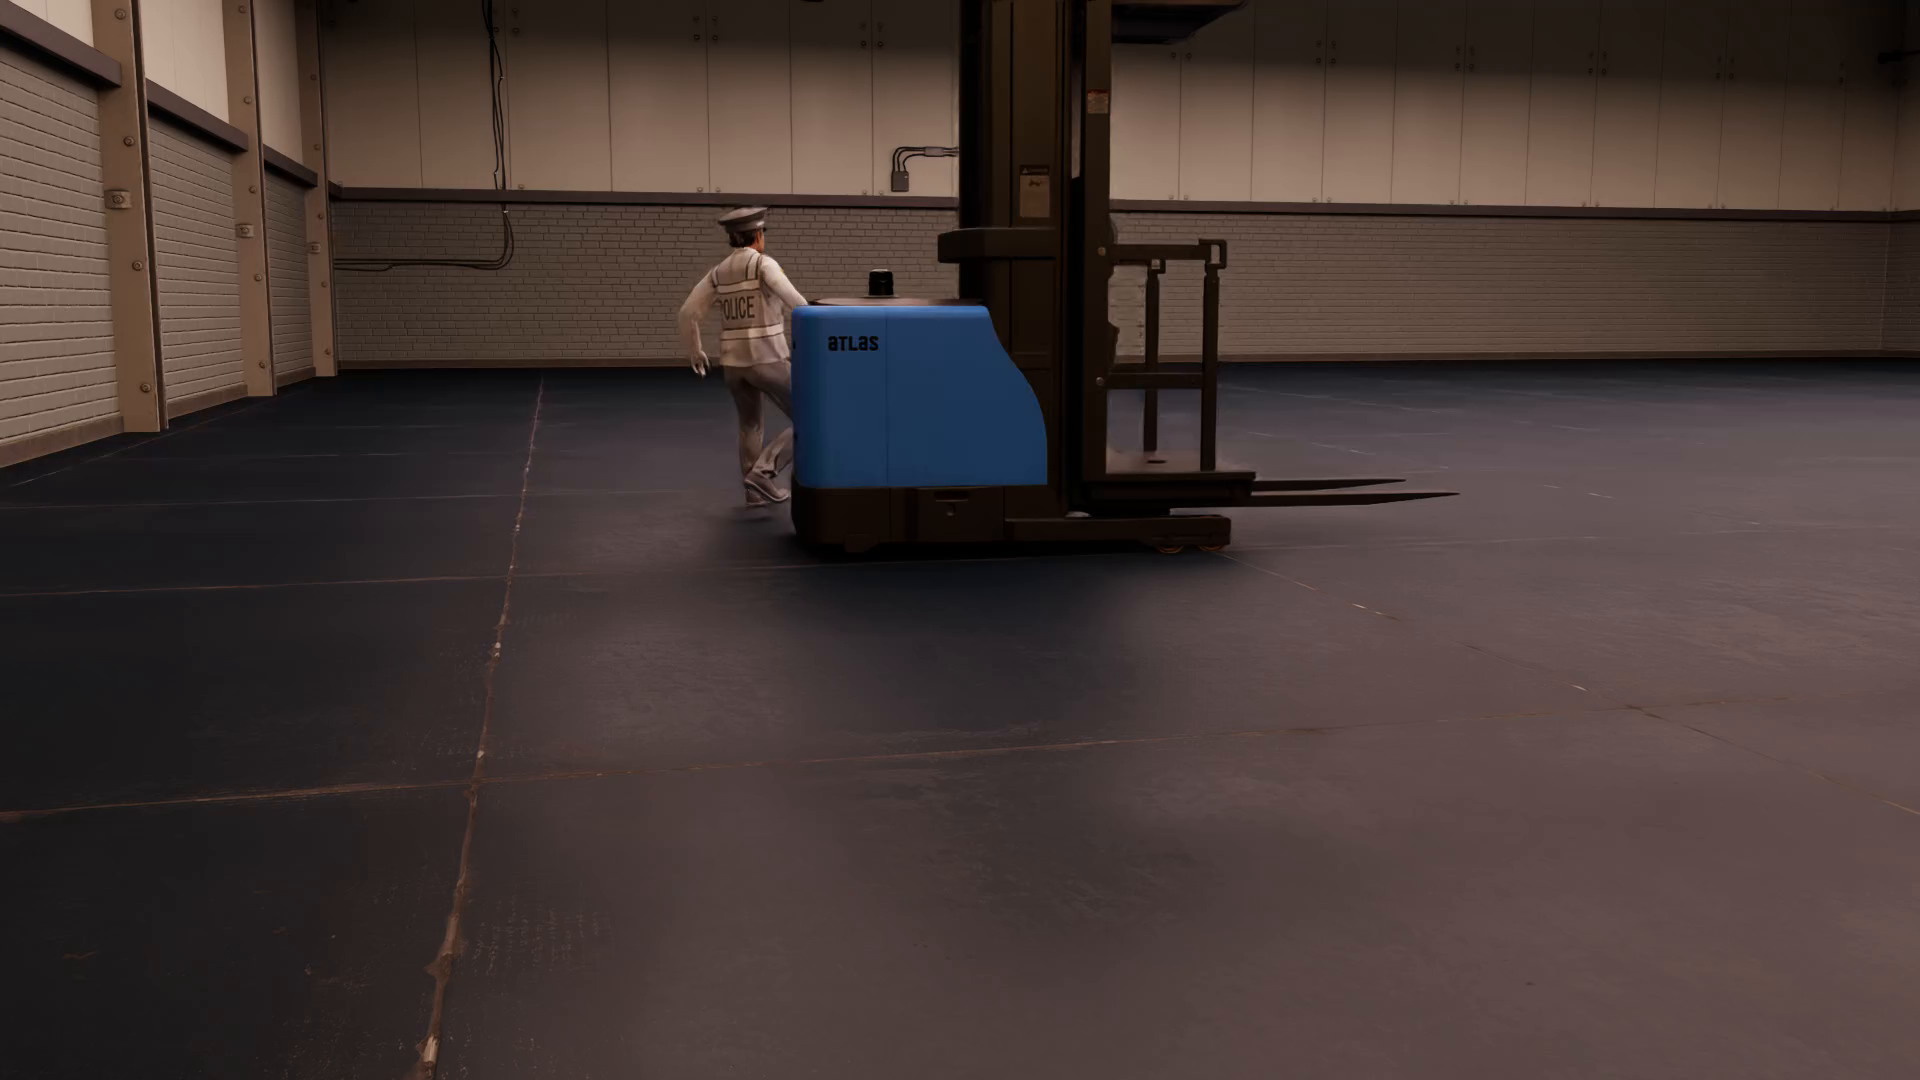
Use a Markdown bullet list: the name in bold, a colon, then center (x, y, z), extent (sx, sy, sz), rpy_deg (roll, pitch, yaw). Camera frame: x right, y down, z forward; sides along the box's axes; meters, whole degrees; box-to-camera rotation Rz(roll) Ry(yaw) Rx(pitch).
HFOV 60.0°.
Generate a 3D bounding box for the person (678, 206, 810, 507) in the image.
- **person**: center (-0.980, -0.933, 8.644), extent (0.897, 1.581, 0.638), rpy_deg (6, 10, 36)

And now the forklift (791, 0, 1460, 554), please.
- **forklift**: center (0.752, -1.461, 7.573), extent (3.031, 2.935, 1.130), rpy_deg (-1, 8, -8)
